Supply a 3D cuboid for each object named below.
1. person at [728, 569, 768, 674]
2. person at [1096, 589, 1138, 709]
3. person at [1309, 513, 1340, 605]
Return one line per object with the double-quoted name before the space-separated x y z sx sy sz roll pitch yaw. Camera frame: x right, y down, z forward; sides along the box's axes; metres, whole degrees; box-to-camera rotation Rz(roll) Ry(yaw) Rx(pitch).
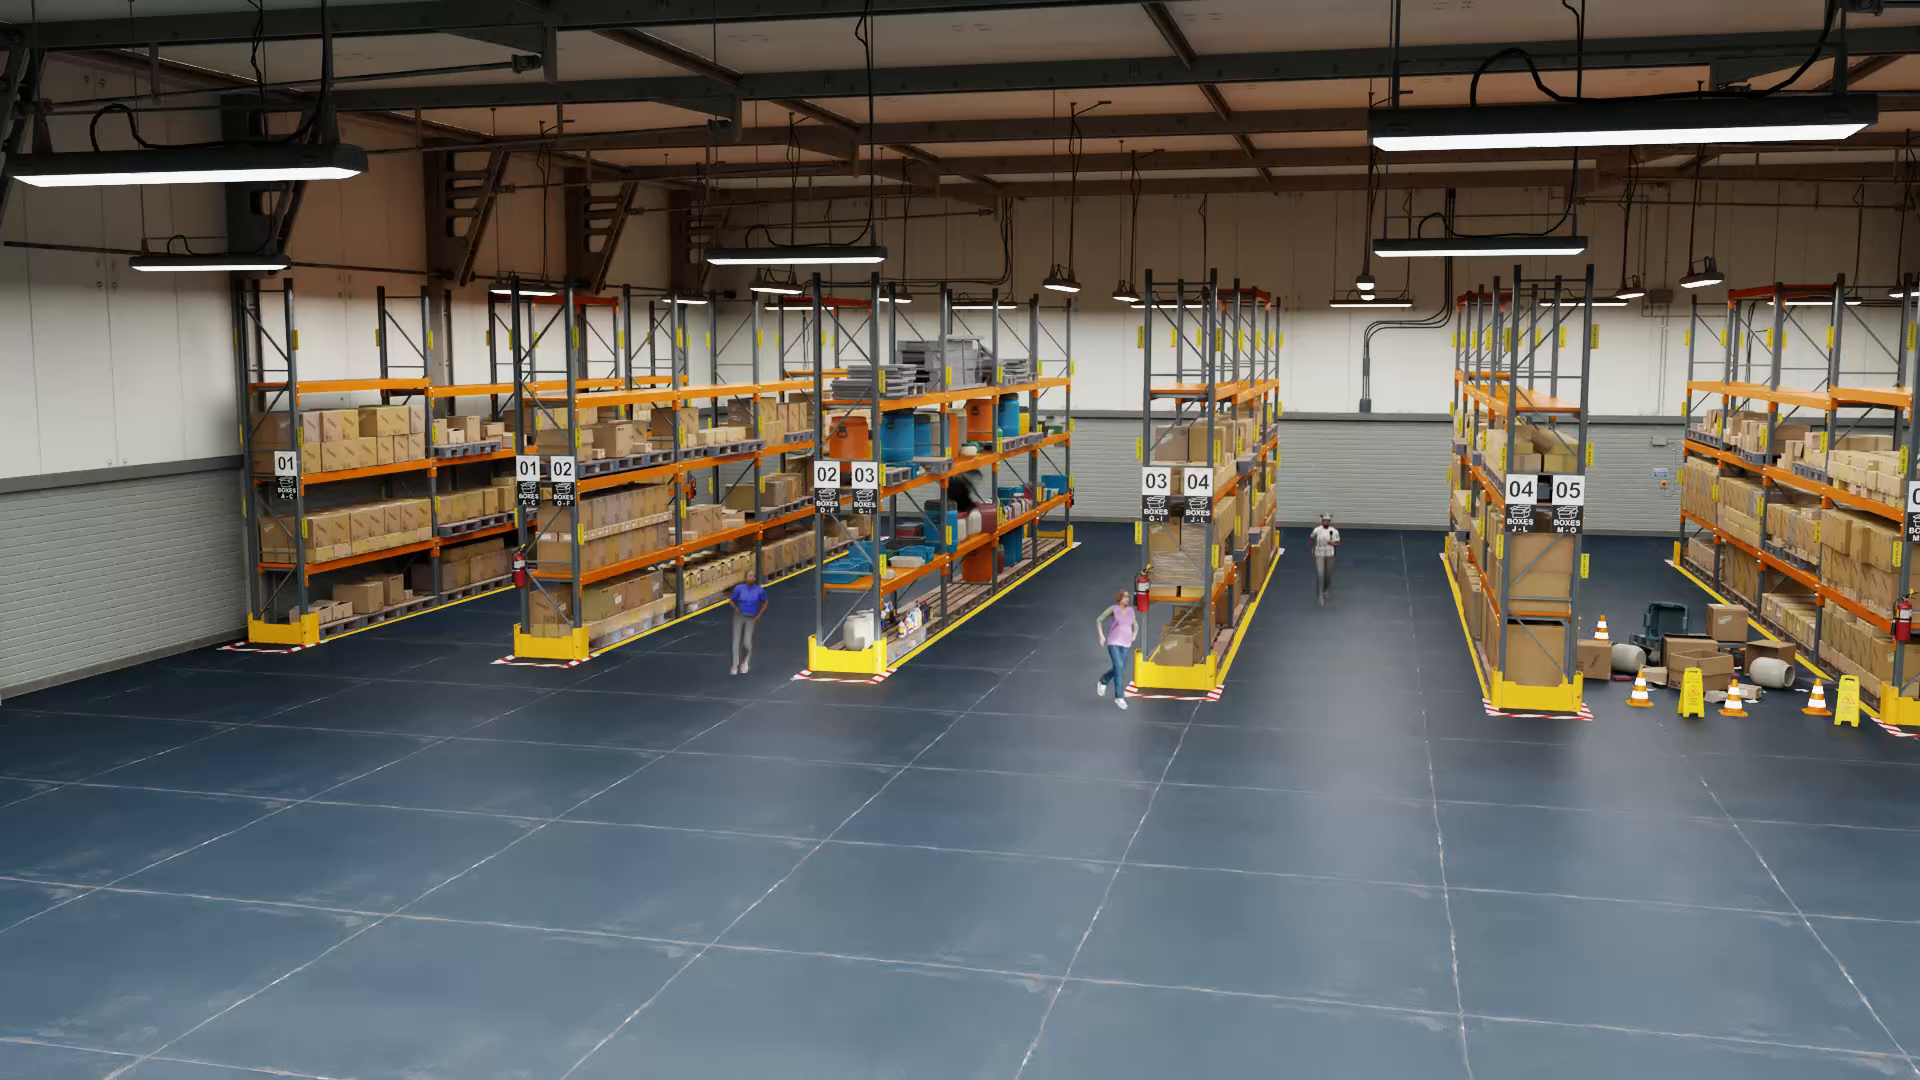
"person" -3.184 1.228 24.934 0.586 1.597 0.570 0 7 -2
"person" 2.210 1.471 22.974 0.569 1.580 0.792 -3 8 -24
"person" 6.989 0.333 31.860 0.562 1.716 0.885 1 7 7
